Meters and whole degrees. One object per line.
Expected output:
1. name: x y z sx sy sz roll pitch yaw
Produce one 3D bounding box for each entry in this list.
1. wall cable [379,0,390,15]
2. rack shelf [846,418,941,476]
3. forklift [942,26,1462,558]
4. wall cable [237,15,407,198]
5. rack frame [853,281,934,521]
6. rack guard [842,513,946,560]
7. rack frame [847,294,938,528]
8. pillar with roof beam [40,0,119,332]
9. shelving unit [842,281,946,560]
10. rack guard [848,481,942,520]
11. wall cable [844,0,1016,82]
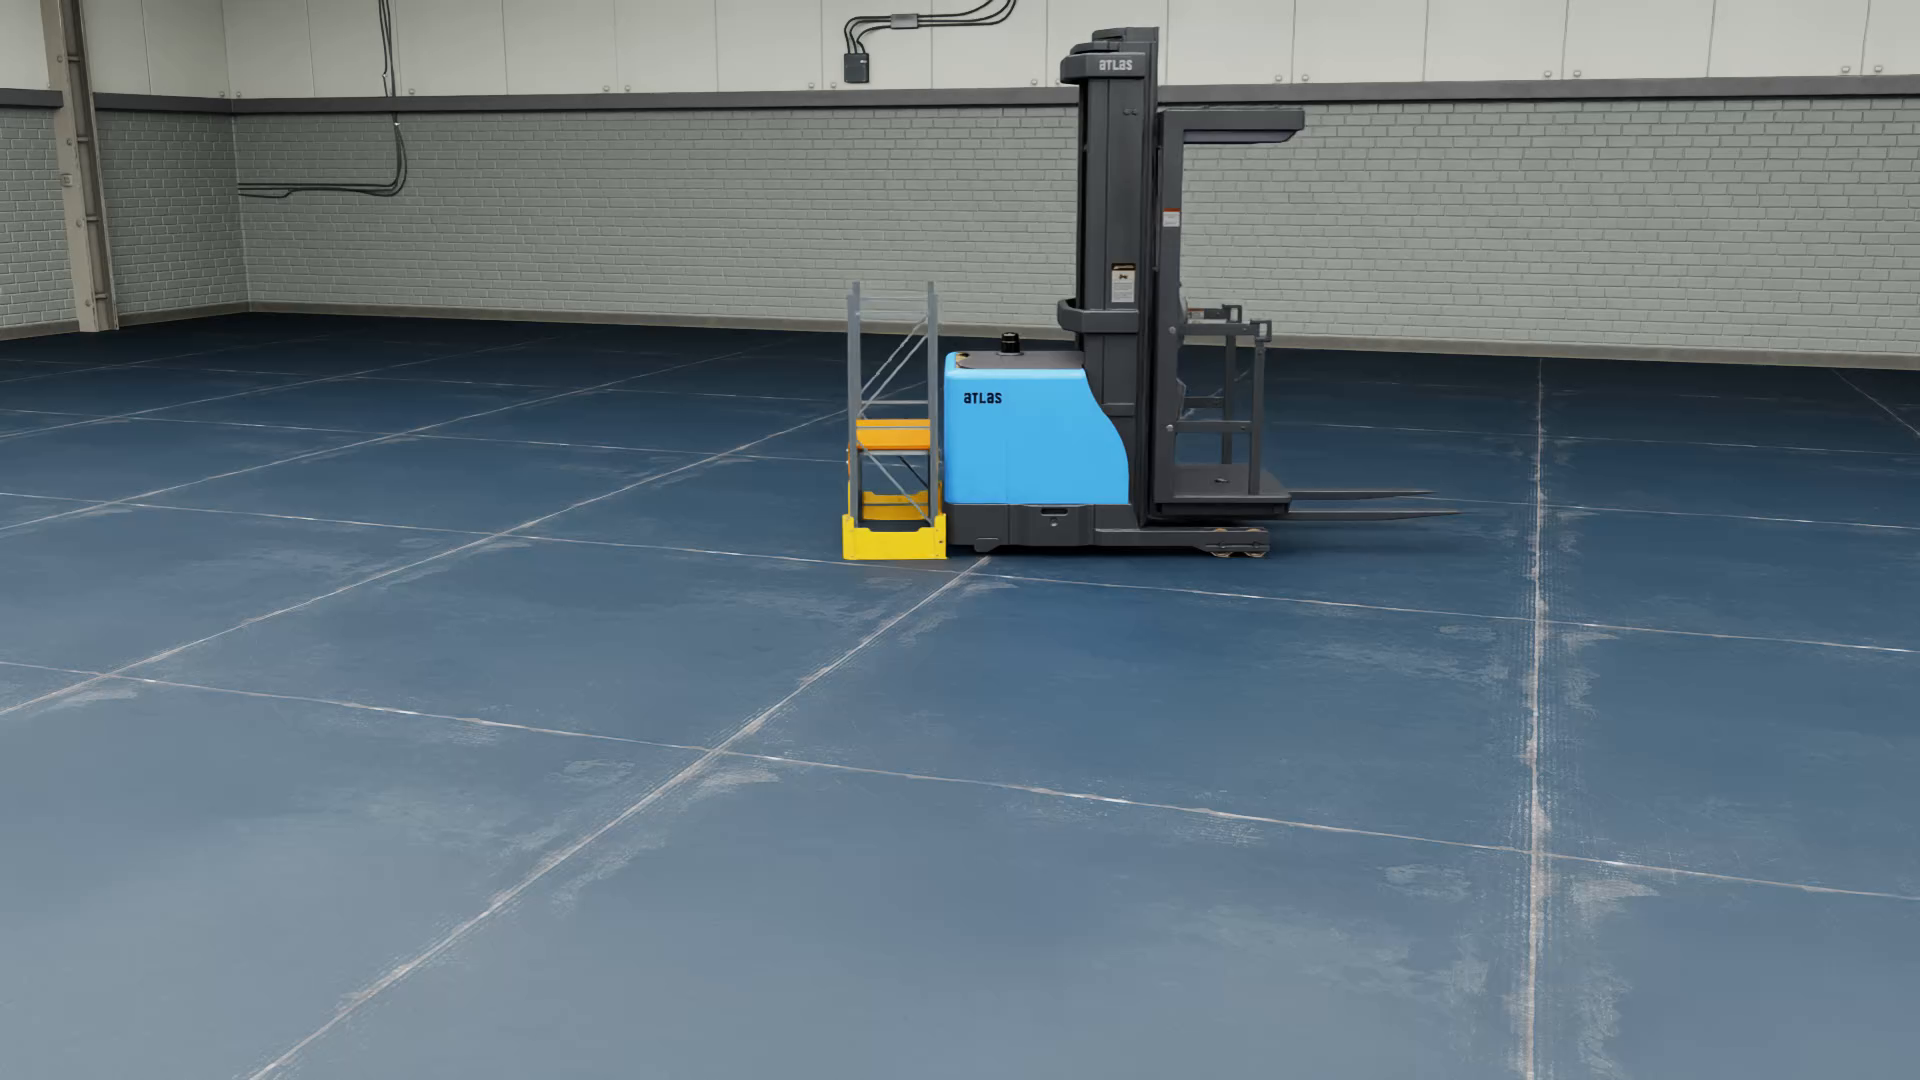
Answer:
1. wall cable: -6.794 -8.481 22.551 3.097 2.526 0.112 4 14 18
2. rack shelf: -0.392 -0.566 9.907 0.538 0.185 1.000 0 13 -2
3. forklift: 1.413 -1.446 9.738 3.031 2.935 1.130 0 13 0
4. wall cable: -9.354 -6.214 23.967 3.097 2.526 0.112 4 14 18
5. rack frame: -0.408 -0.855 10.362 0.500 1.500 0.032 0 13 -2
6. rack guard: -0.375 -0.020 9.512 0.587 0.250 0.087 0 13 -2
7. rack frame: -0.375 -0.629 9.372 0.500 1.500 0.032 0 13 -2
8. pillar with roof beam: -7.485 -6.892 19.963 9.100 9.000 0.400 4 14 18
9. shelving unit: -0.391 -0.740 9.858 0.587 1.500 1.083 0 13 -2
10. rack guard: -0.407 -0.241 10.483 0.587 0.250 0.087 0 13 -2
11. wall cable: -0.377 -8.699 20.234 2.305 6.003 0.169 4 14 18
